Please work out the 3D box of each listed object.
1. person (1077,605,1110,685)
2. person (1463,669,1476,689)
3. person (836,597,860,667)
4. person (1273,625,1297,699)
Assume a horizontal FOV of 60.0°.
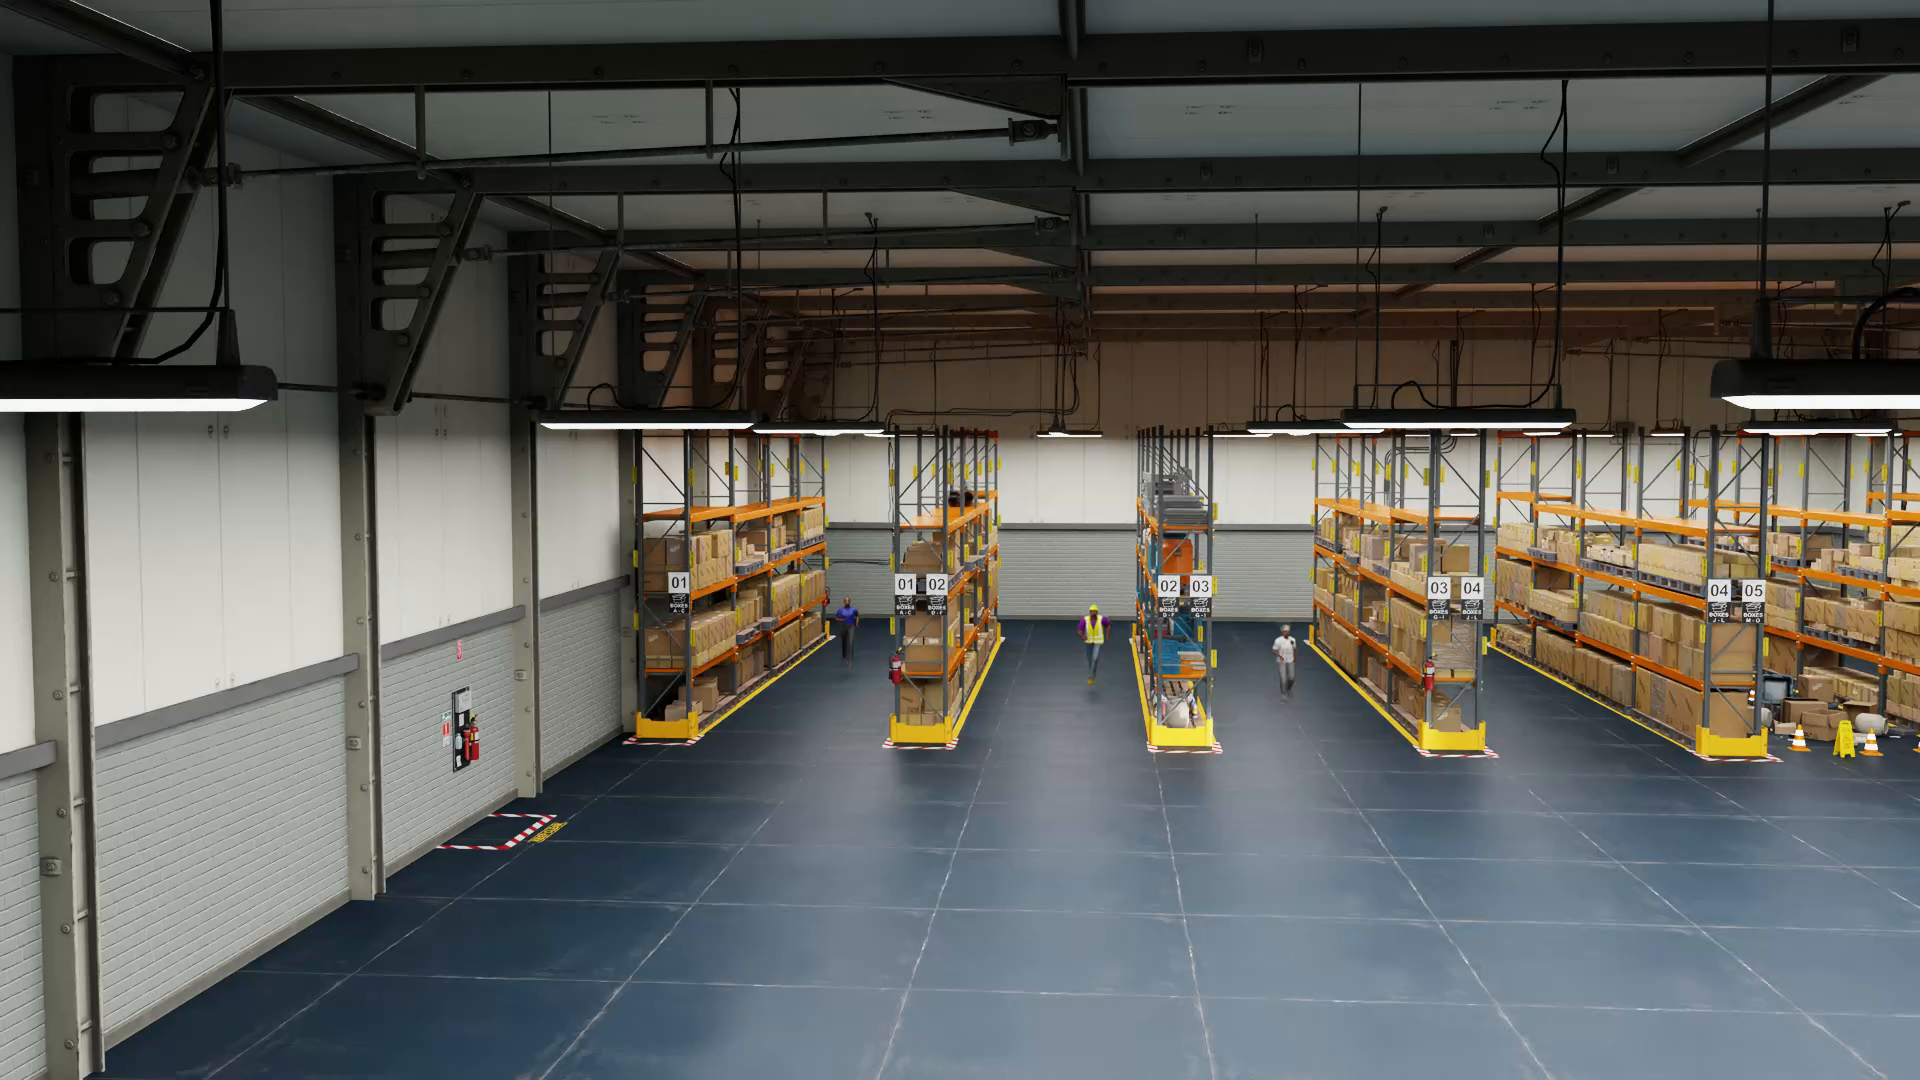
[{"bbox_3d":[3.003,2.342,37.469,0.725,1.771,0.941,1,3,10],"label":"person"},{"bbox_3d":[11.701,2.590,38.020,0.648,1.700,0.613,0,3,-3],"label":"person"},{"bbox_3d":[-2.721,2.216,40.214,0.575,1.691,0.866,0,3,-2],"label":"person"},{"bbox_3d":[7.157,2.690,36.523,0.576,1.662,0.580,0,3,-1],"label":"person"}]
